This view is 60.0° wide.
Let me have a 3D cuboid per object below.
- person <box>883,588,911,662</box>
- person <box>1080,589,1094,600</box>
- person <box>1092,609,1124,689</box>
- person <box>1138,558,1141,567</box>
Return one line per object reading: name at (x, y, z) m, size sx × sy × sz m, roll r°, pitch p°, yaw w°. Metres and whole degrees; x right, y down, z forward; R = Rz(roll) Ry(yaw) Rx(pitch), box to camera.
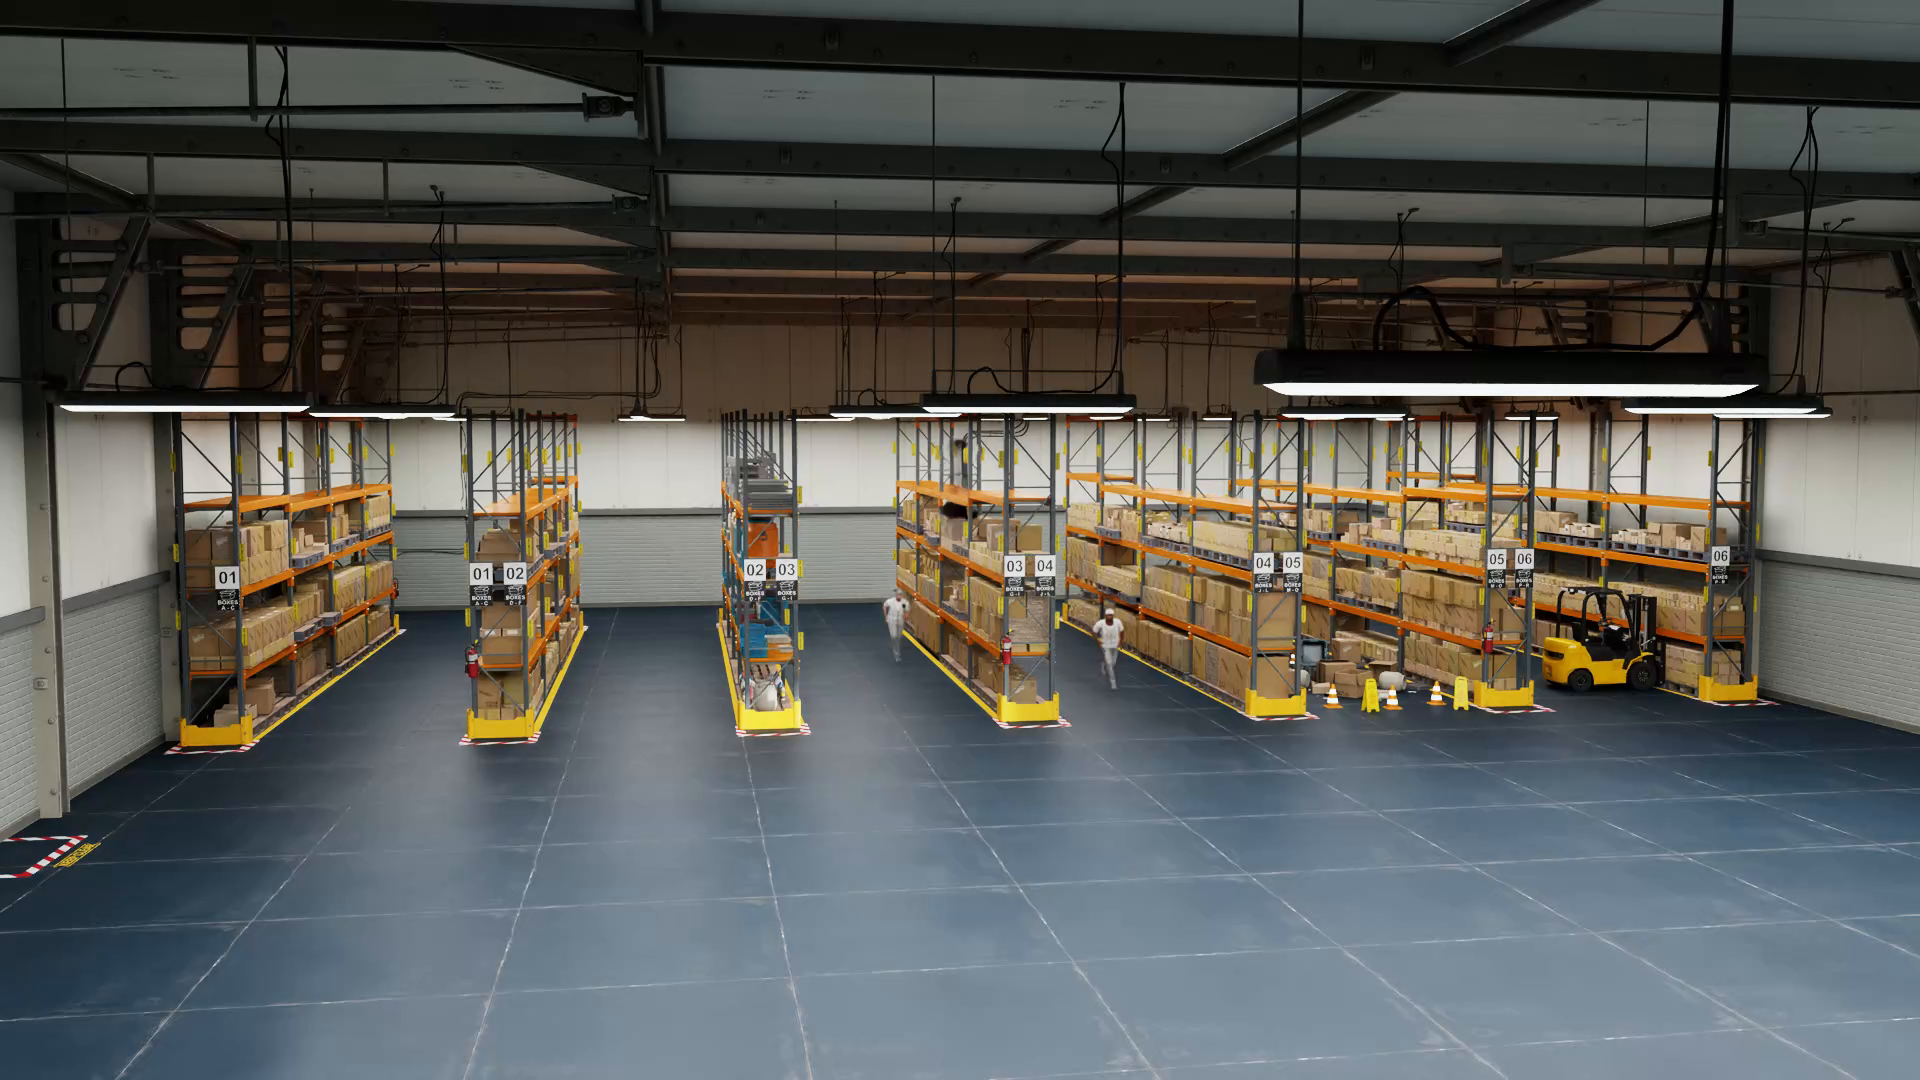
person at (-1.532, 2.035, 40.460) m, size 0.664 × 1.786 × 0.963 m, roll -1°, pitch 4°, yaw -13°
person at (3.884, 1.470, 49.948) m, size 0.600 × 1.563 × 0.603 m, roll 2°, pitch 4°, yaw 27°
person at (3.232, 2.347, 36.328) m, size 0.701 × 1.752 × 0.986 m, roll -1°, pitch 4°, yaw -14°
person at (5.430, 1.381, 50.267) m, size 0.601 × 1.693 × 0.652 m, roll 0°, pitch 4°, yaw -6°
